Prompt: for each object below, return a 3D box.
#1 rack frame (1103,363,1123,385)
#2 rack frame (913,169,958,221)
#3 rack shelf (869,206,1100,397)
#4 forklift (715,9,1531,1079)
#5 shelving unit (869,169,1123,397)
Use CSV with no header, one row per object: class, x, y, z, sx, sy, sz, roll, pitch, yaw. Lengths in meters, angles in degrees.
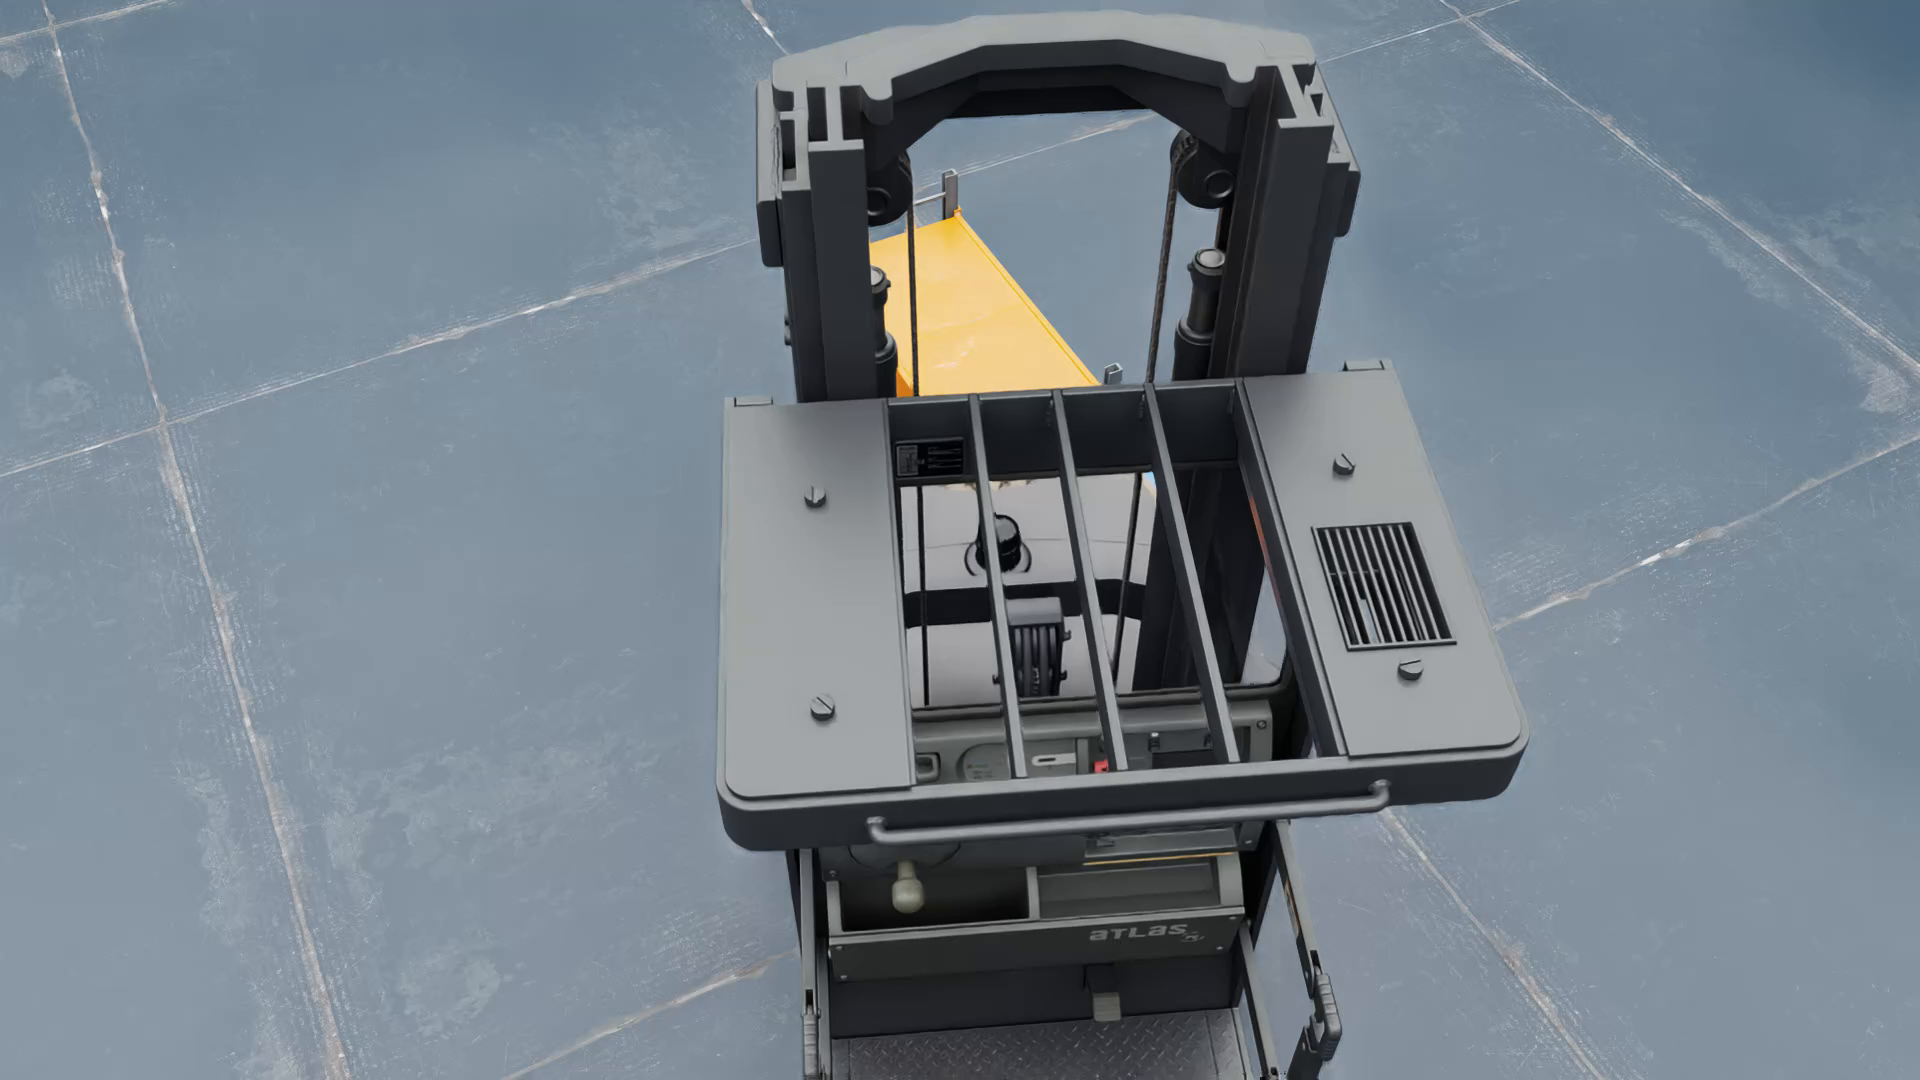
rack frame,0.230,-0.035,5.033,0.500,1.125,0.032,-21,52,-18
rack frame,-0.236,-0.715,5.628,0.500,1.125,0.032,-21,52,-18
rack shelf,-0.003,-0.568,5.110,0.538,0.278,1.000,-21,52,-18
forklift,0.188,0.645,3.239,1.130,2.935,3.031,-4,49,-3
shelving unit,-0.003,-0.375,5.331,0.538,1.125,1.048,-21,52,-18
